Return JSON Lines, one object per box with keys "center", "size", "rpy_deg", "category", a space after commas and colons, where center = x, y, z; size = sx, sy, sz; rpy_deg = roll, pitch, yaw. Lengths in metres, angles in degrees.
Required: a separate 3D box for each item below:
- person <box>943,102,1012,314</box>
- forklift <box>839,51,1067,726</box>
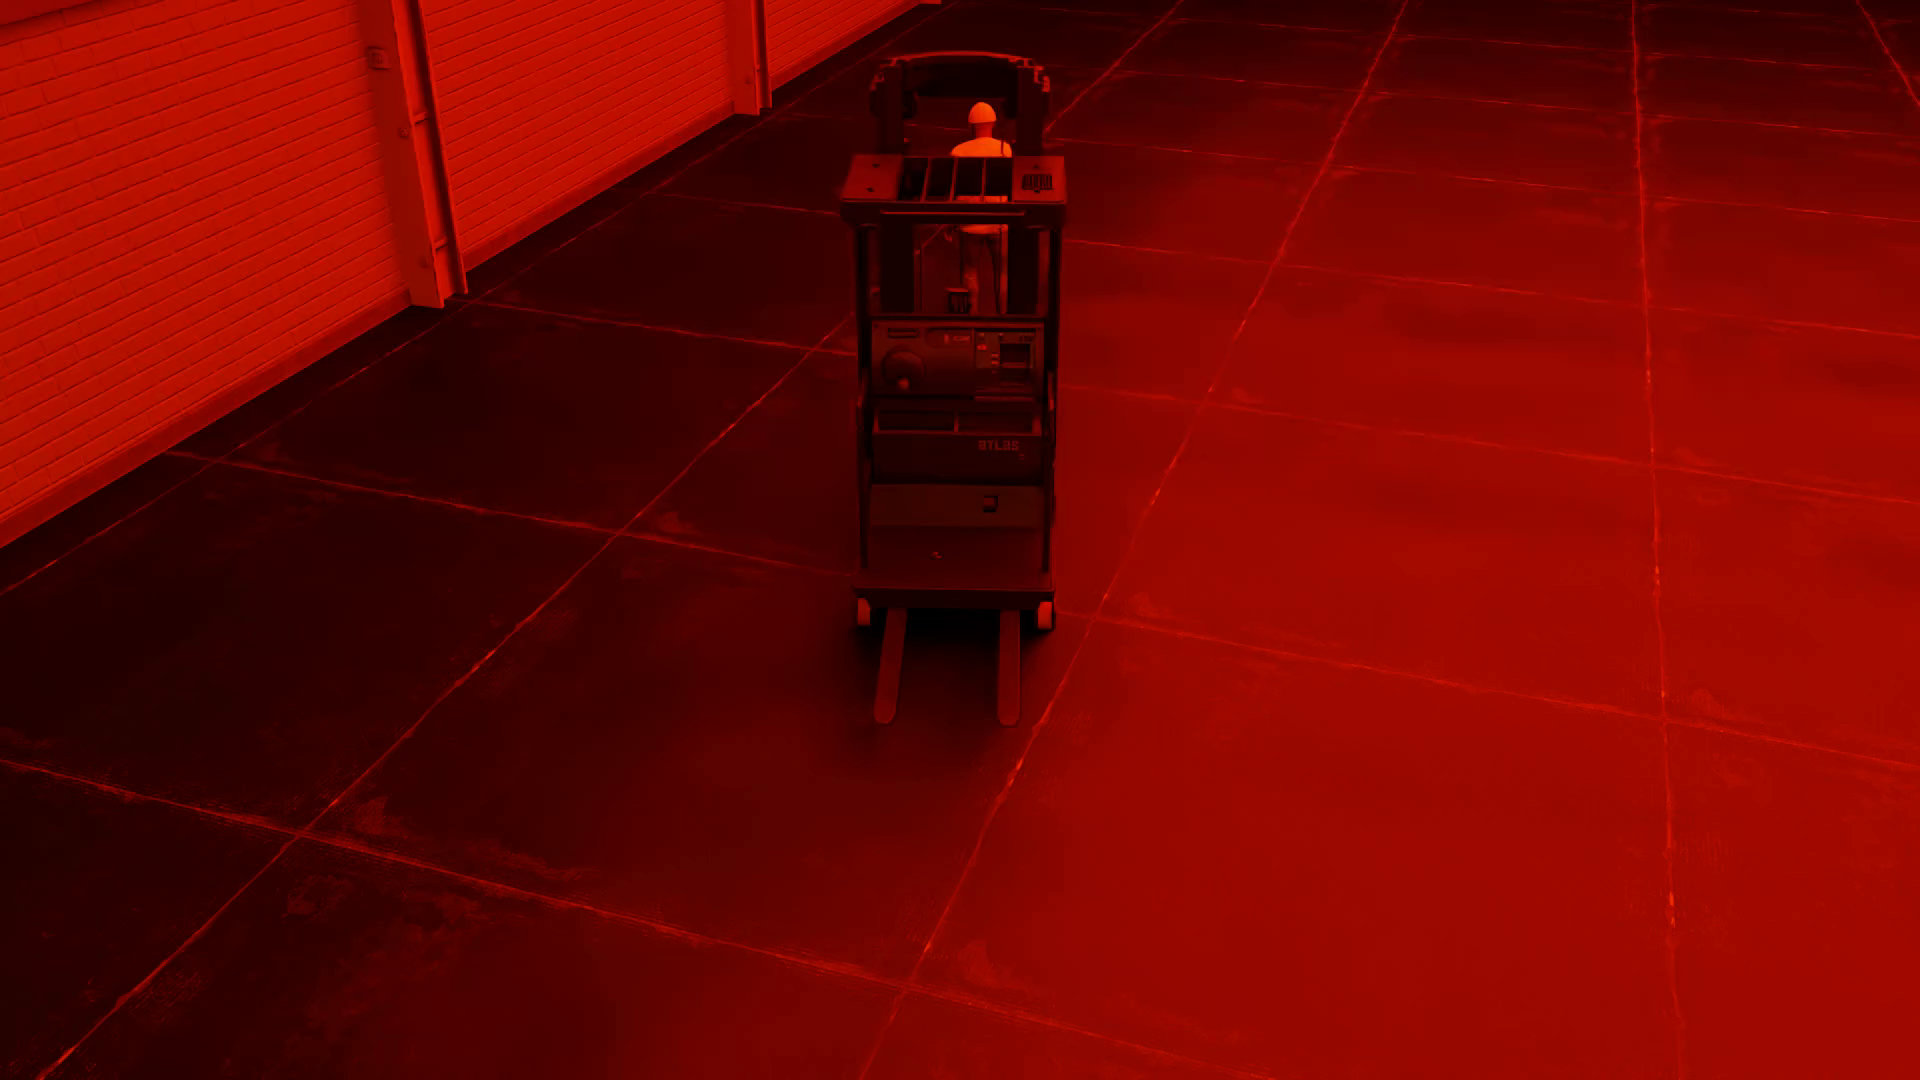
{"center": [0.187, -2.409, 12.550], "size": [0.626, 1.759, 0.463], "rpy_deg": [1, 30, 2], "category": "person"}
{"center": [-0.019, -0.935, 8.777], "size": [1.130, 2.935, 3.031], "rpy_deg": [1, 30, 2], "category": "forklift"}
